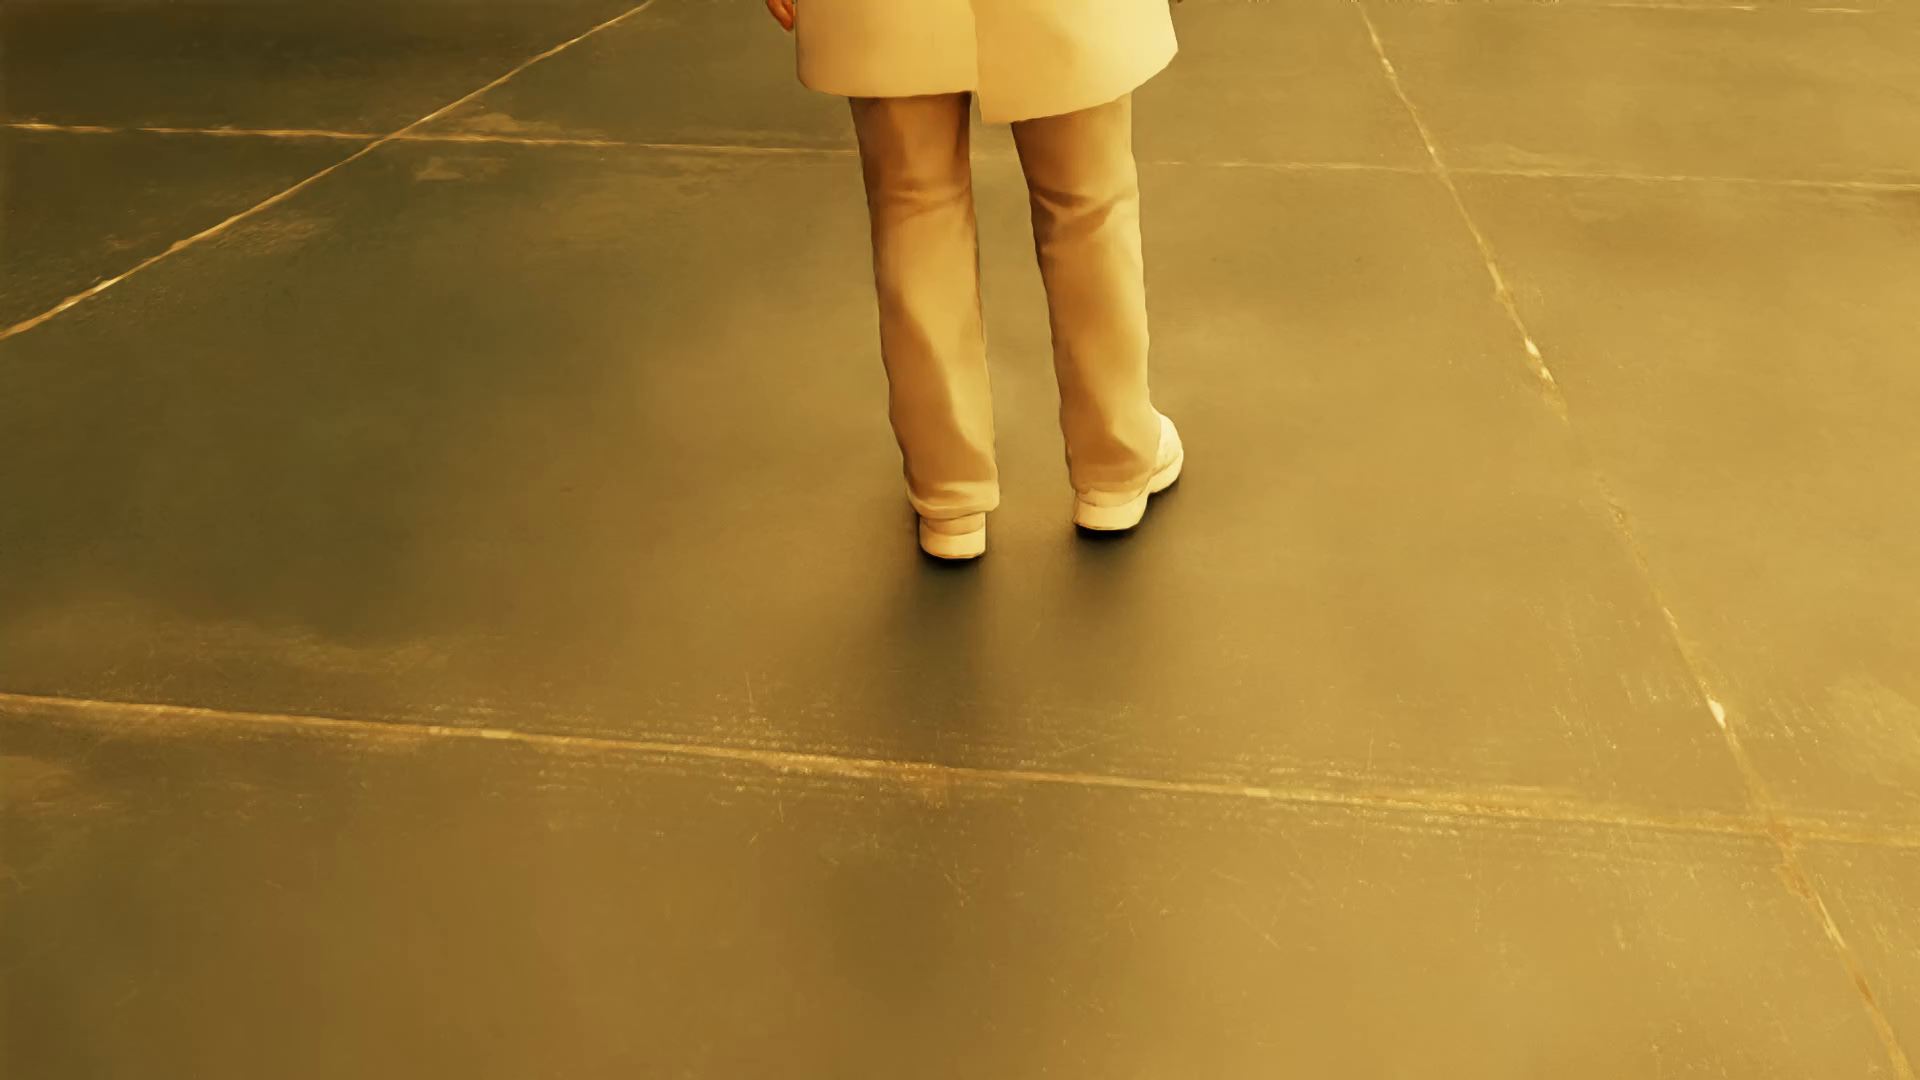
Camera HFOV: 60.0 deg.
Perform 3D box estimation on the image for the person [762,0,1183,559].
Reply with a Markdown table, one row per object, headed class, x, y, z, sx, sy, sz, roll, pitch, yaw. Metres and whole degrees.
| class | x | y | z | sx | sy | sz | roll | pitch | yaw |
| --- | --- | --- | --- | --- | --- | --- | --- | --- | --- |
| person | 0.017 | -0.842 | 2.180 | 0.694 | 1.776 | 0.579 | 3 | 27 | 7 |
